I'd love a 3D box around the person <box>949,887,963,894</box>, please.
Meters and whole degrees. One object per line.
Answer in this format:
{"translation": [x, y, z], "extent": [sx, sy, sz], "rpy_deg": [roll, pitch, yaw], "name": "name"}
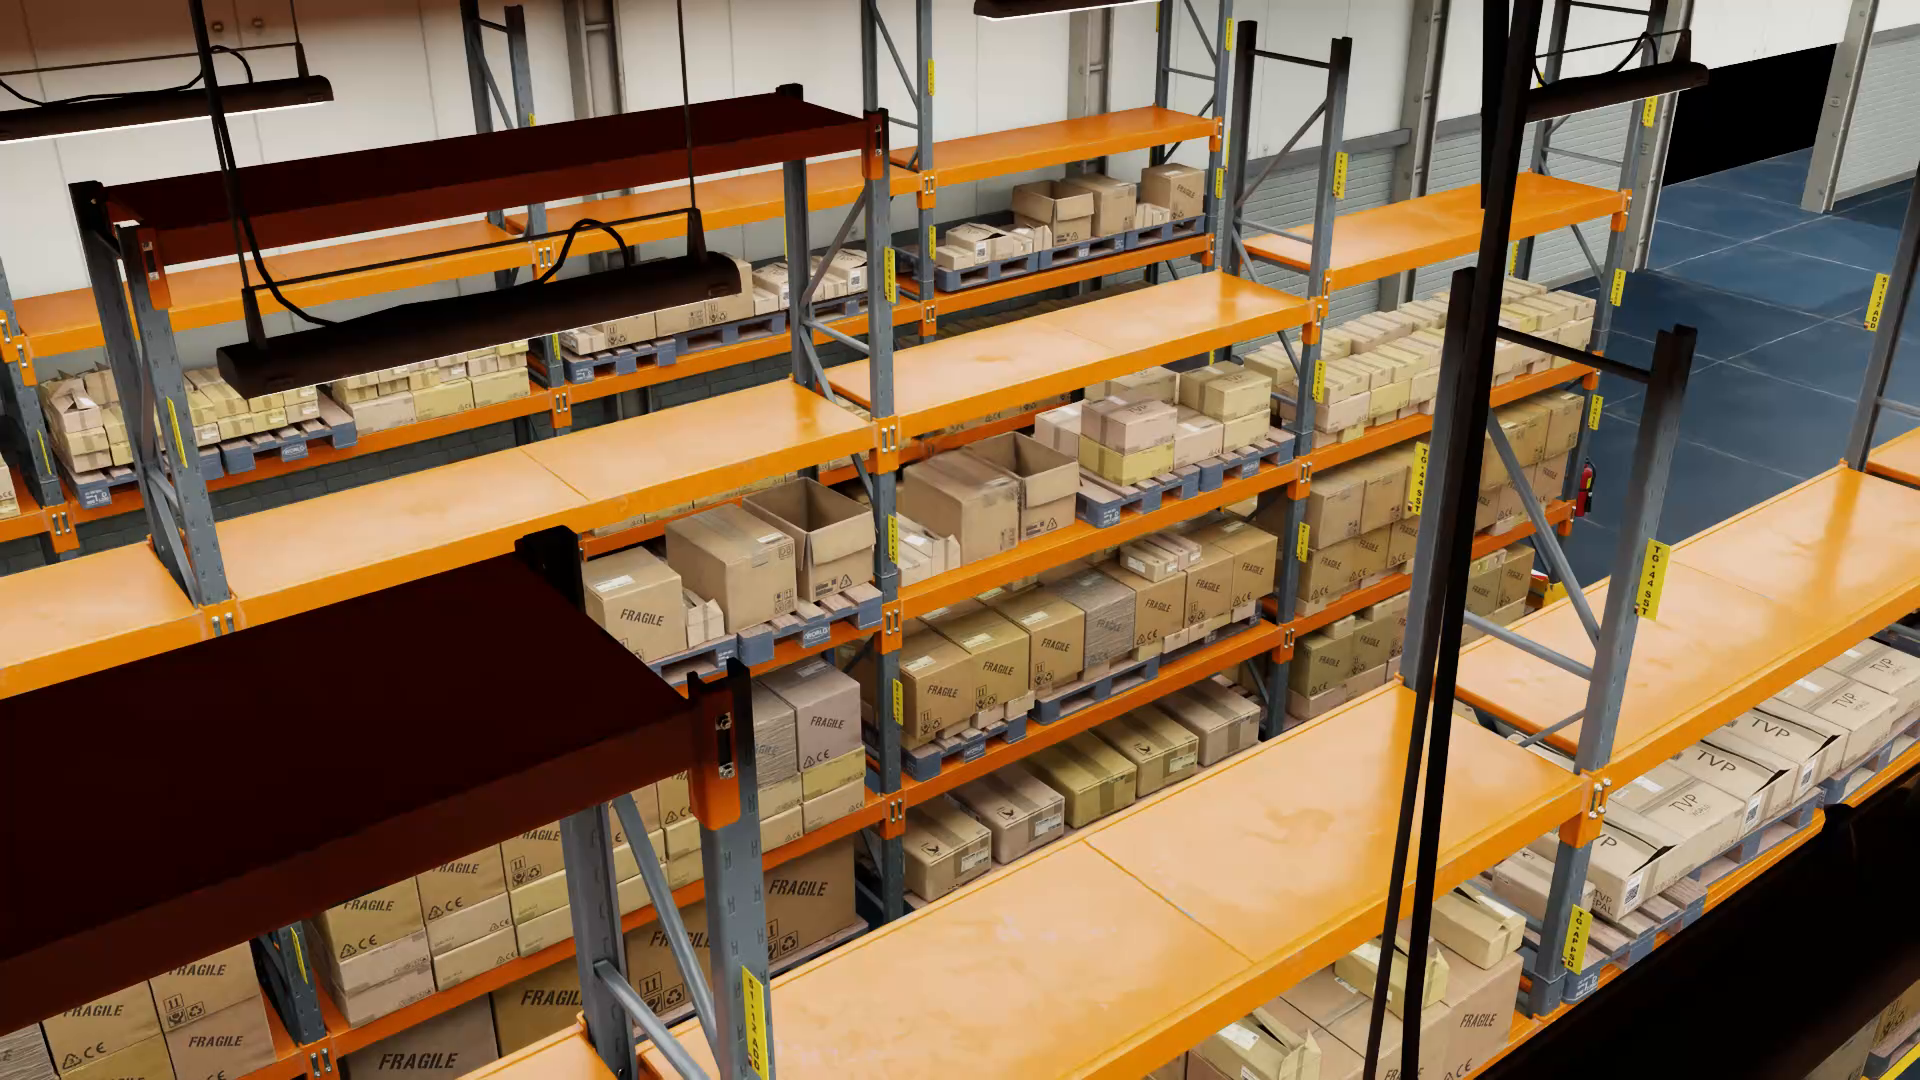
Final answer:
{"translation": [0.070, 2.824, 10.069], "extent": [0.460, 1.633, 0.589], "rpy_deg": [-20, 33, -36], "name": "person"}
